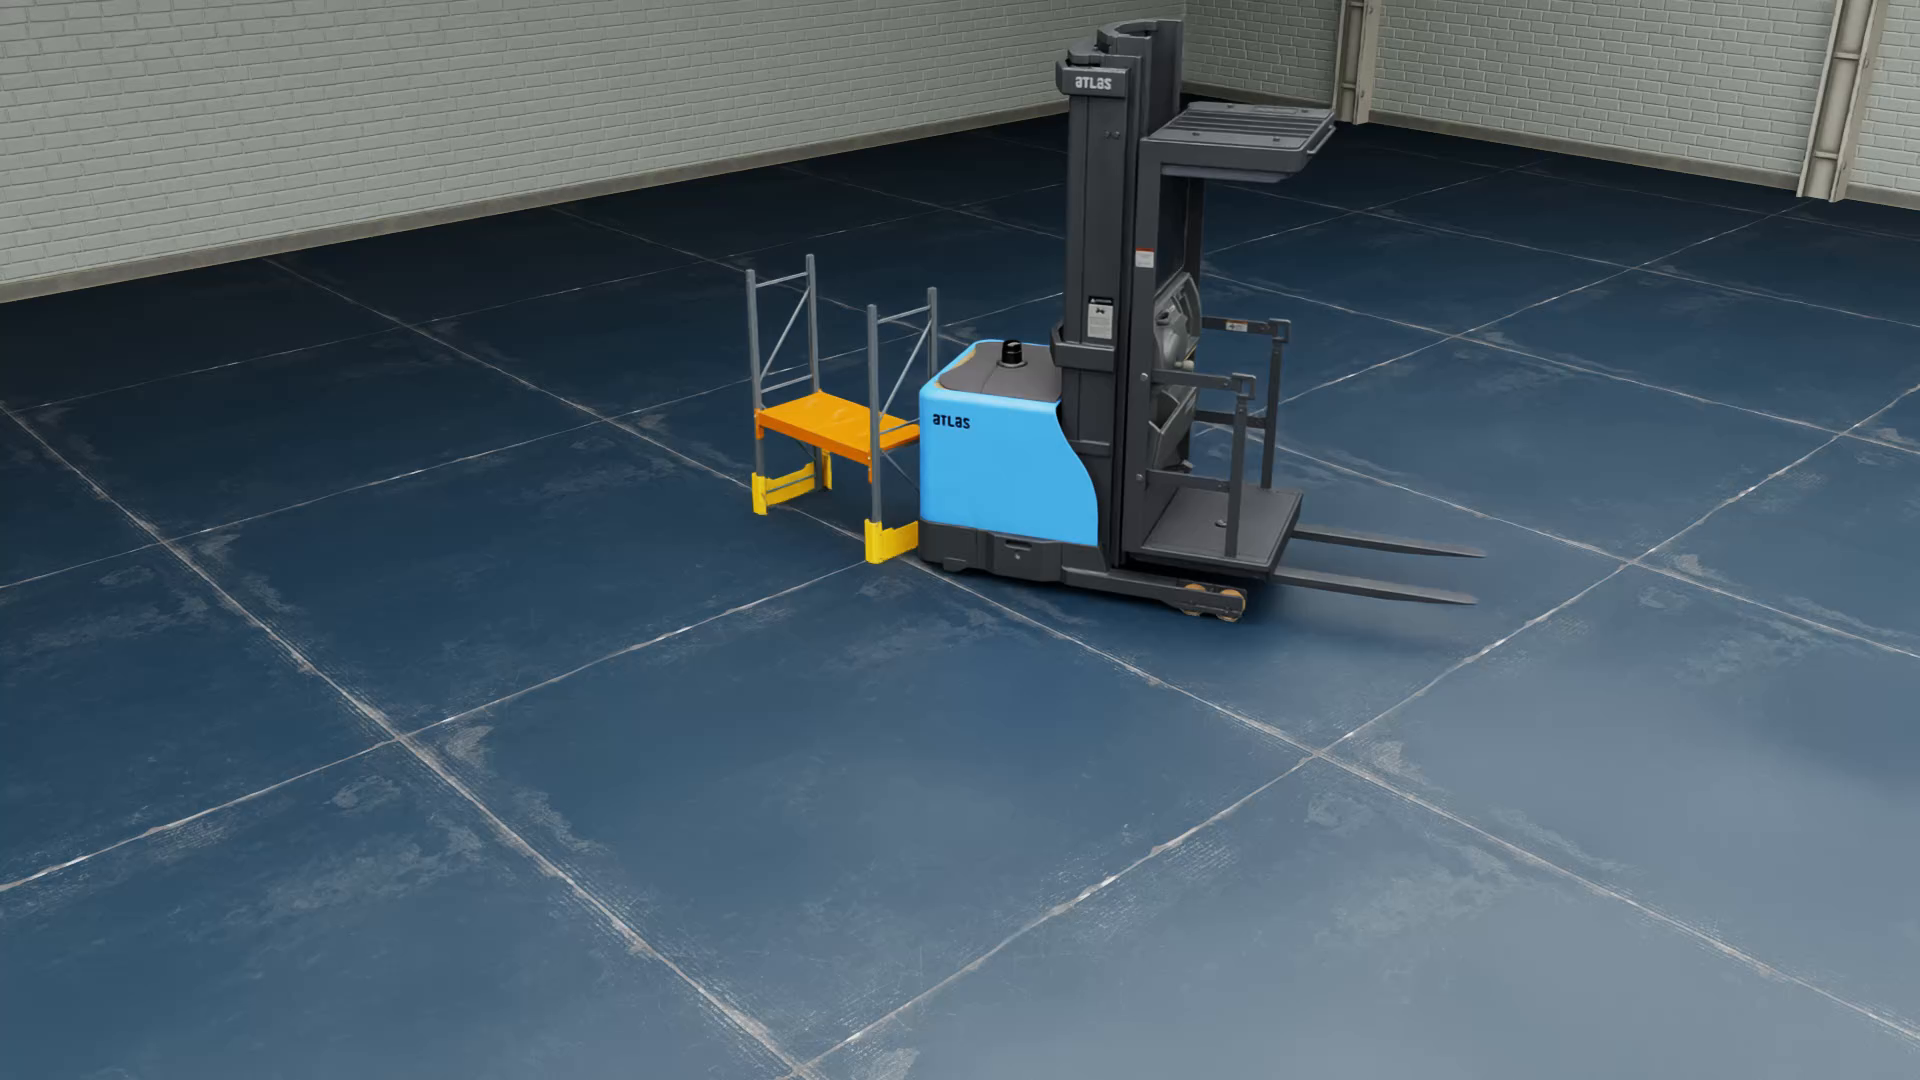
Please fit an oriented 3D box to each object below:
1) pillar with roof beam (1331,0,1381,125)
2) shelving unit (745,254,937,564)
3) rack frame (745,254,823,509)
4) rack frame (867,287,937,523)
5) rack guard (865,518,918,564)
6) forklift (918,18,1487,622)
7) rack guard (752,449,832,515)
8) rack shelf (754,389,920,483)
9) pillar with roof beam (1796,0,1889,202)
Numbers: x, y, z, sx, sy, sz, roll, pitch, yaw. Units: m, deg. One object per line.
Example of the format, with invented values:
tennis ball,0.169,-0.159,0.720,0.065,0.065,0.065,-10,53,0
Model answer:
pillar with roof beam,1.962,-8.359,17.232,9.100,9.000,0.400,-21,32,-38
shelving unit,-0.673,-0.786,9.665,1.083,1.500,0.587,22,32,39
rack frame,-1.046,-0.935,9.992,0.032,1.500,0.500,22,32,39
rack frame,-0.313,-0.642,9.351,0.032,1.500,0.500,22,32,39
rack guard,-0.314,-0.074,9.611,0.087,0.250,0.587,22,32,39
forklift,1.336,-1.151,8.742,3.031,2.935,1.130,9,26,18
rack guard,-1.032,-0.360,10.239,0.087,0.250,0.587,22,32,39
rack shelf,-0.679,-0.625,9.746,1.000,0.185,0.538,22,32,39
pillar with roof beam,6.063,-6.541,13.247,9.100,9.000,0.400,-21,32,-38
